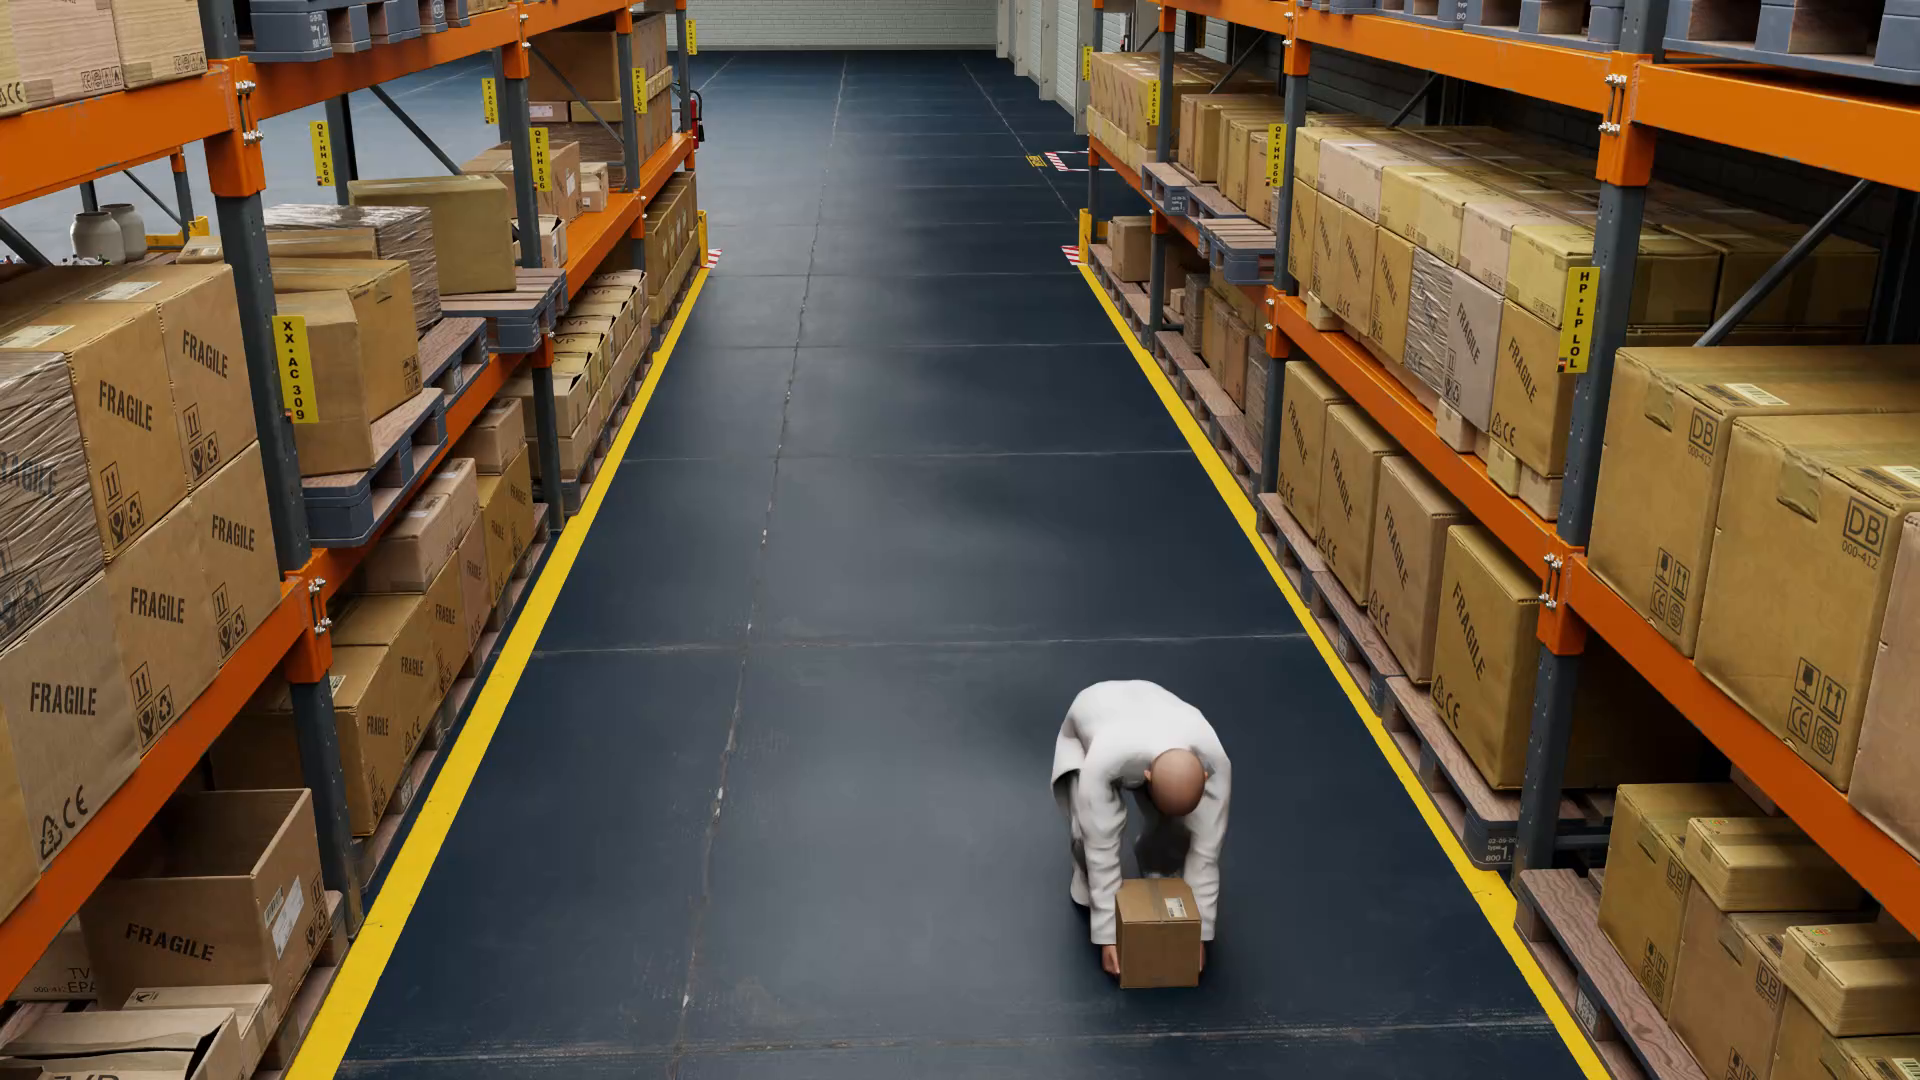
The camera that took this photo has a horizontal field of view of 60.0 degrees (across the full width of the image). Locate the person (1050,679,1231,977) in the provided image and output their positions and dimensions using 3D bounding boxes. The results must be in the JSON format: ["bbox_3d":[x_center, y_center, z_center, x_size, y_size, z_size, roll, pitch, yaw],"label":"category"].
[{"bbox_3d":[0.594,0.906,5.587,0.570,0.810,0.933,-2,20,-4],"label":"person"}]
